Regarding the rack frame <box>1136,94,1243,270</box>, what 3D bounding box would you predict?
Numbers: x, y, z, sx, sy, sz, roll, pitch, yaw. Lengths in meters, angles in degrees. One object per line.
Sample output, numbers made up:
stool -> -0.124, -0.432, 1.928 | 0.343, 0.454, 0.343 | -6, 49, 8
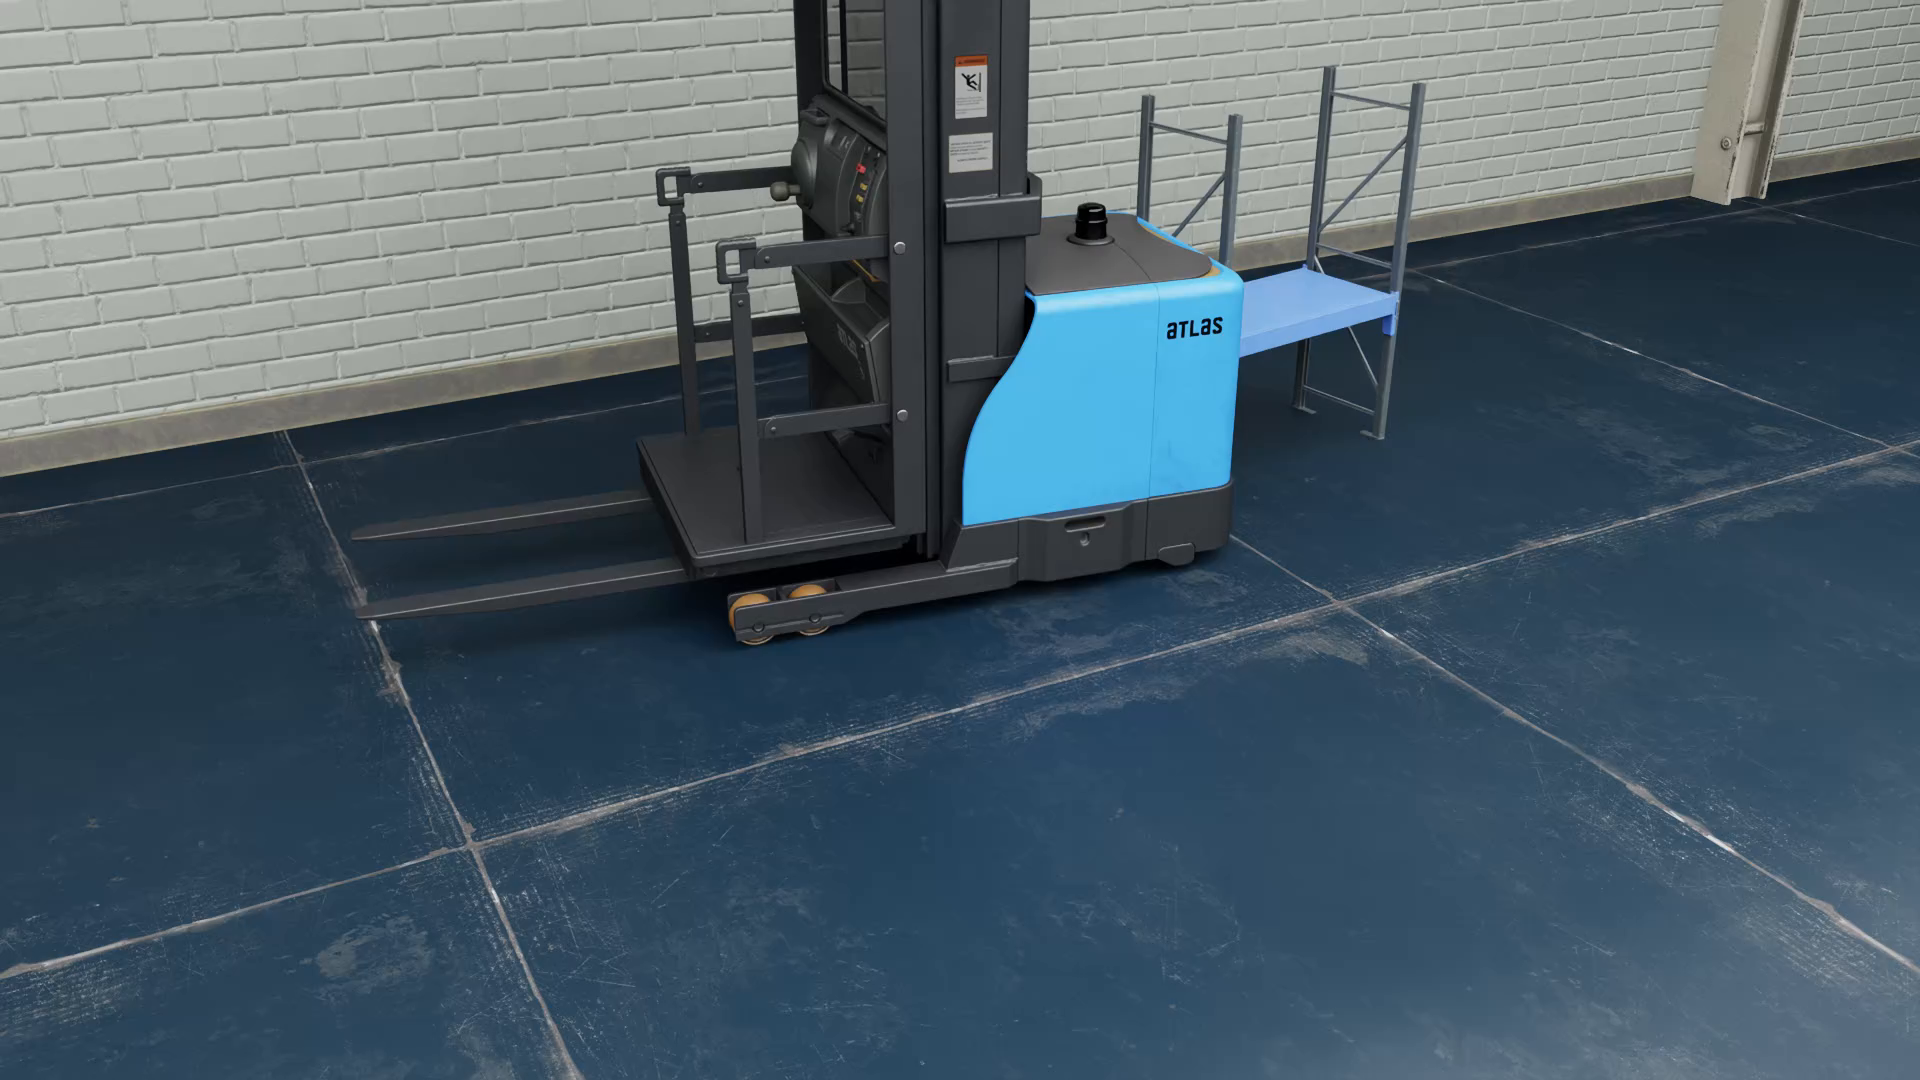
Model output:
rack frame -> 0.851, -0.926, 6.445 | 0.032, 1.500, 0.500 | -18, 31, -33

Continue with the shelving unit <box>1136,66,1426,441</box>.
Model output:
shelving unit -> 1.256, -1.058, 6.722 | 1.048, 1.500, 0.538 | -18, 31, -33

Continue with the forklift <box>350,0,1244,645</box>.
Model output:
forklift -> -0.586, -1.231, 5.427 | 3.031, 2.935, 1.130 | -9, 27, -18

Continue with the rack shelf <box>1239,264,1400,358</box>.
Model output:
rack shelf -> 1.256, -0.896, 6.800 | 1.000, 0.185, 0.538 | -18, 31, -33

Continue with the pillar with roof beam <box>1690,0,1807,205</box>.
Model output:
pillar with roof beam -> 7.080, -4.681, 5.602 | 0.400, 9.000, 9.100 | -13, 29, -25

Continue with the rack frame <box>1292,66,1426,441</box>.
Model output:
rack frame -> 1.661, -1.191, 6.999 | 0.032, 1.500, 0.500 | -18, 31, -33
